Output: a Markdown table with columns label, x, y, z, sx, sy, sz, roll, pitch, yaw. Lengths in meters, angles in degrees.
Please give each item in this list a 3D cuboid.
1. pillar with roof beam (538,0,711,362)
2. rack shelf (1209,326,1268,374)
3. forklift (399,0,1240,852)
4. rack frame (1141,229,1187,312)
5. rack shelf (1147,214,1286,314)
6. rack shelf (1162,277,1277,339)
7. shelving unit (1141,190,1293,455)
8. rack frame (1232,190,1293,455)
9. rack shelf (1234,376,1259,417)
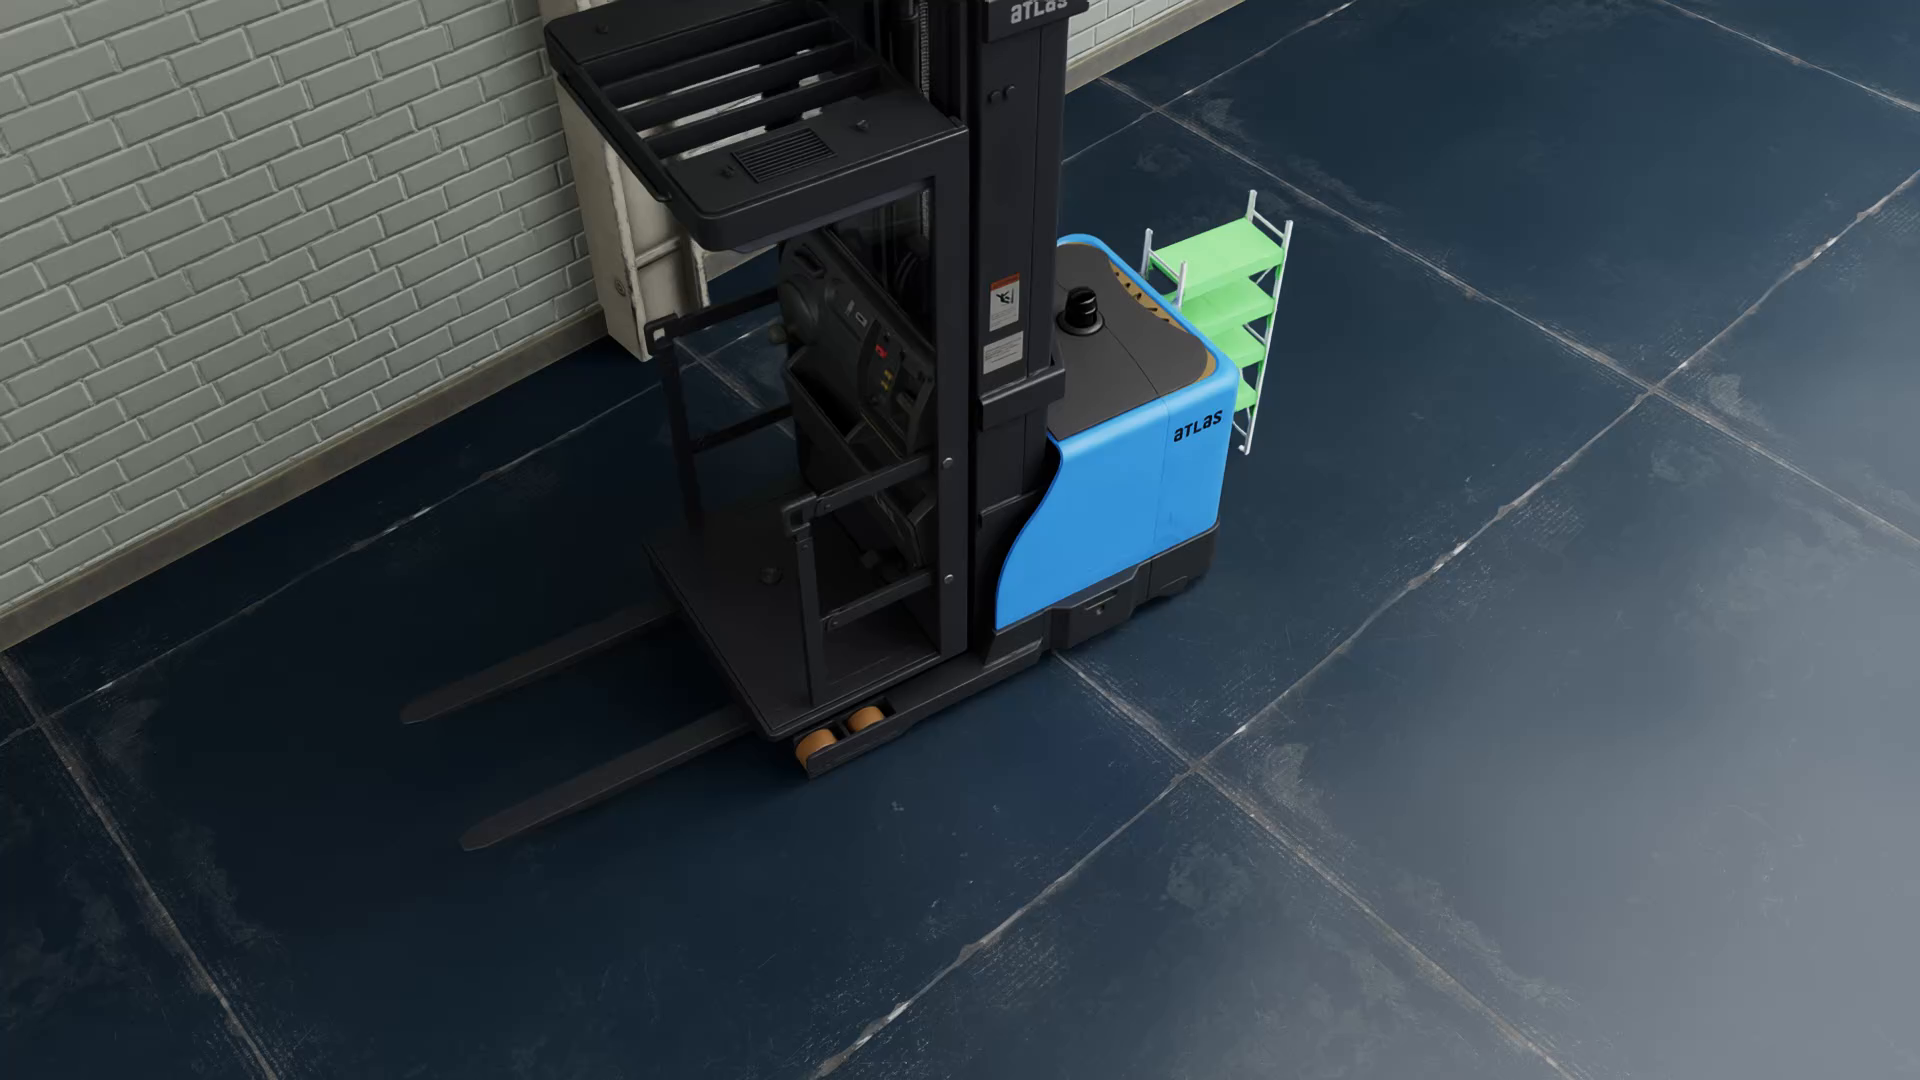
| label | x | y | z | sx | sy | sz | roll | pitch | yaw |
| --- | --- | --- | --- | --- | --- | --- | --- | --- | --- |
| pillar with roof beam | 1.512 | -1.691 | 2.188 | 0.400 | 9.000 | 9.100 | -34 | 56 | -27 |
| rack shelf | 0.960 | -0.716 | 6.677 | 0.480 | 0.148 | 0.258 | -23 | 52 | -21 |
| forklift | -0.521 | -0.602 | 5.311 | 3.031 | 2.935 | 1.130 | -24 | 52 | -21 |
| rack frame | 0.752 | -0.670 | 6.543 | 0.015 | 1.200 | 0.240 | -23 | 52 | -21 |
| rack shelf | 0.965 | -1.044 | 6.327 | 0.480 | 0.148 | 0.258 | -23 | 52 | -21 |
| rack shelf | 0.963 | -0.880 | 6.502 | 0.480 | 0.148 | 0.258 | -23 | 52 | -21 |
| shelving unit | 0.961 | -0.760 | 6.631 | 0.503 | 1.200 | 0.258 | -23 | 52 | -21 |
| rack frame | 1.170 | -0.851 | 6.718 | 0.015 | 1.200 | 0.240 | -23 | 52 | -21 |
| rack shelf | 0.958 | -0.553 | 6.853 | 0.480 | 0.148 | 0.258 | -23 | 52 | -21 |
